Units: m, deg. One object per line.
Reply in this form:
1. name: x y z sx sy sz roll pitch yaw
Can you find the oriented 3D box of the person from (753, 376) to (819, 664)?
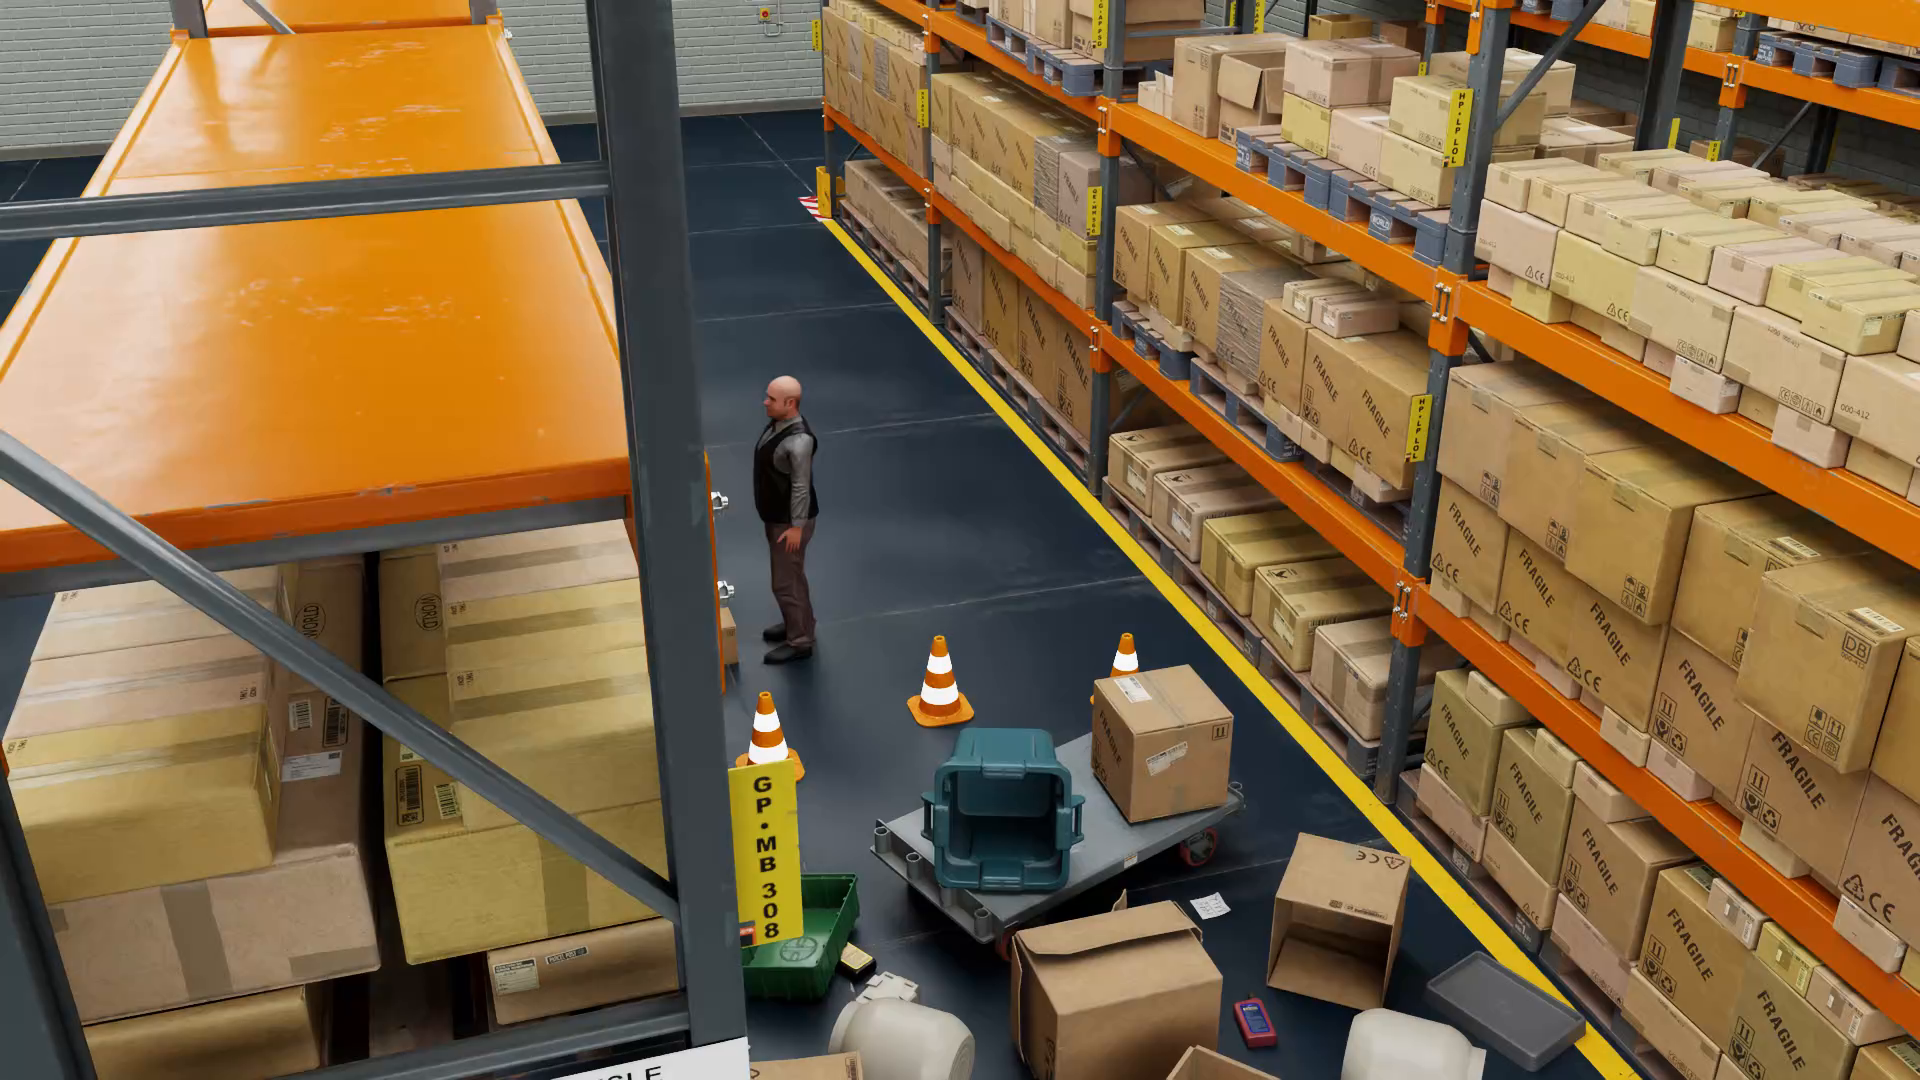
1. person: -1.023 -0.131 9.669 0.385 1.727 0.538 -8 27 -15
